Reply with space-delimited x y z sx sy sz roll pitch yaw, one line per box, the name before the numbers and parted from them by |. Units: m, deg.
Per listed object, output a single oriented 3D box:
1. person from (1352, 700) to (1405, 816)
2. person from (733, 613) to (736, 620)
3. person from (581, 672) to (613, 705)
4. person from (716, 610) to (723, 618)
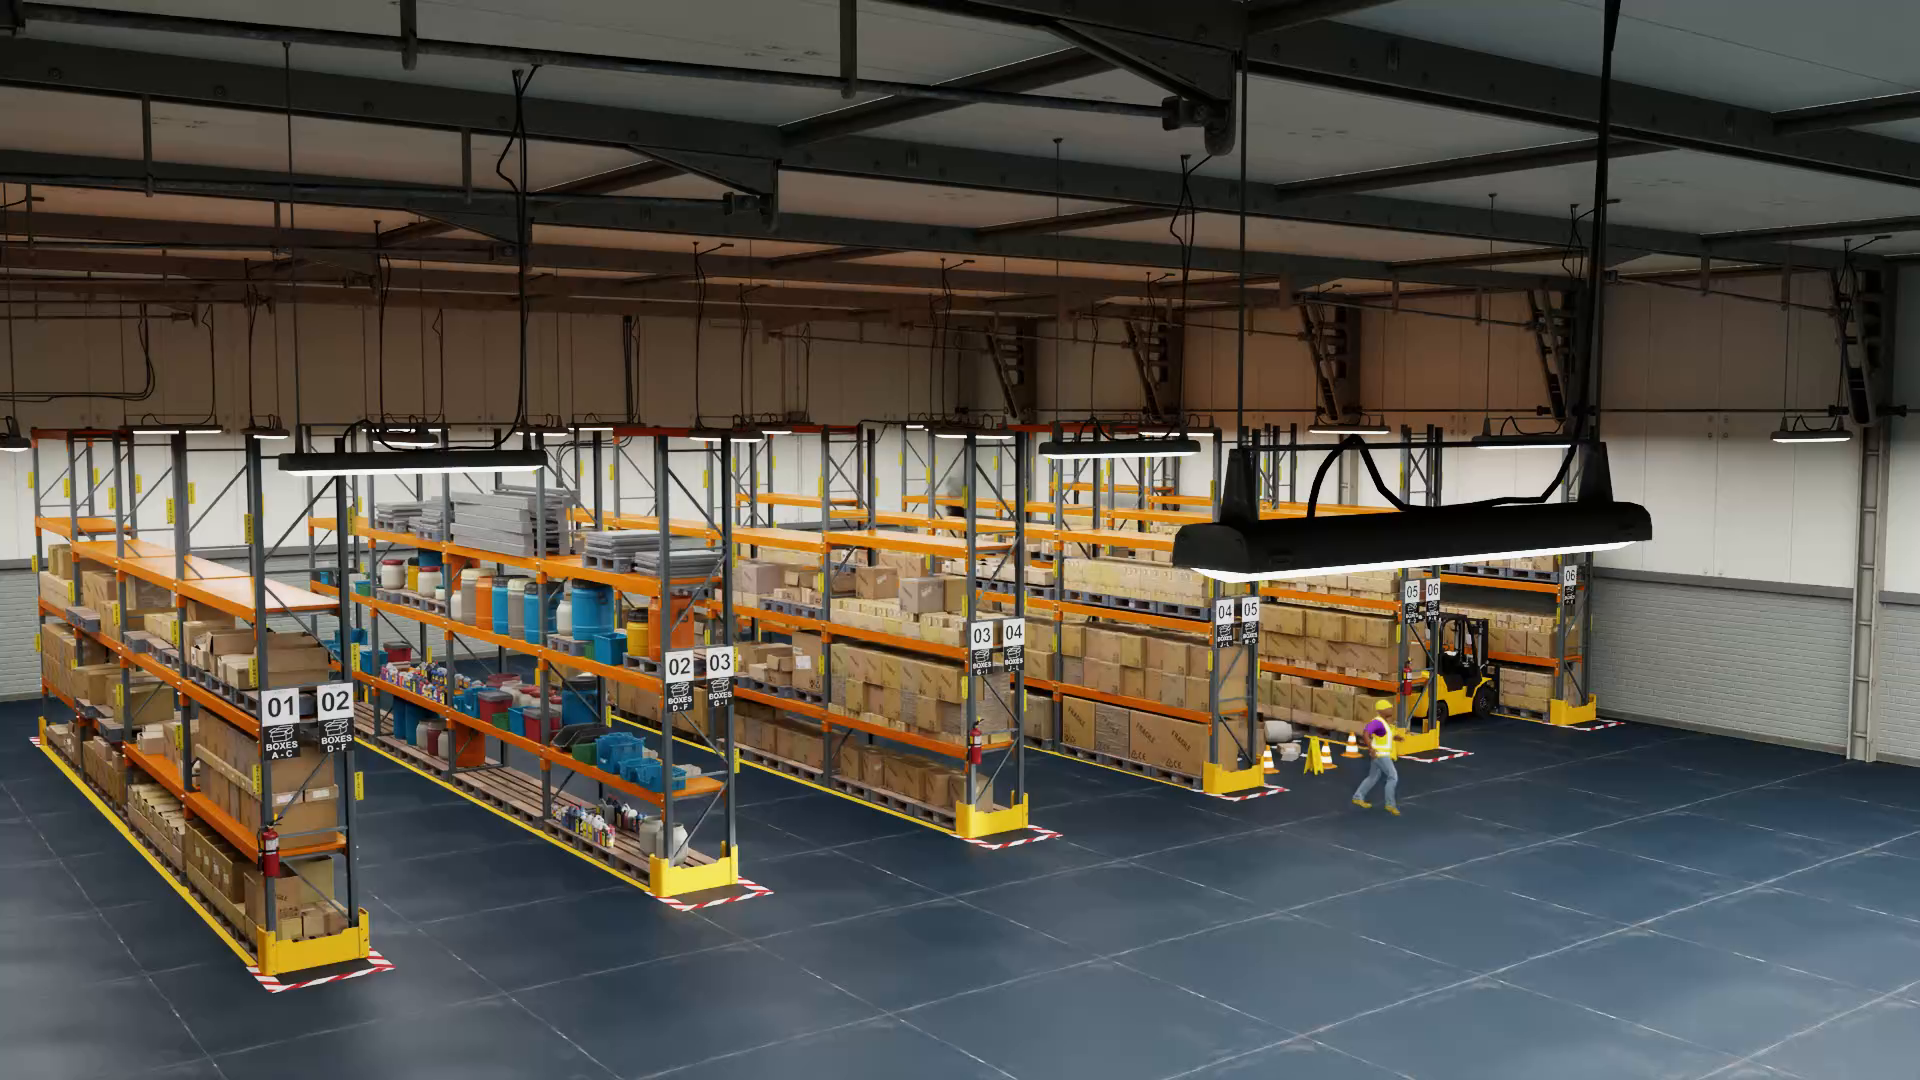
person | 6.578 3.406 26.111 0.794 1.822 0.680 1 5 11
person | -5.791 2.277 41.659 0.772 1.561 0.672 0 4 -3
person | -6.753 3.058 30.646 0.633 1.730 0.694 4 6 39
person | -5.596 2.446 38.378 0.653 1.816 0.725 -3 5 -31
